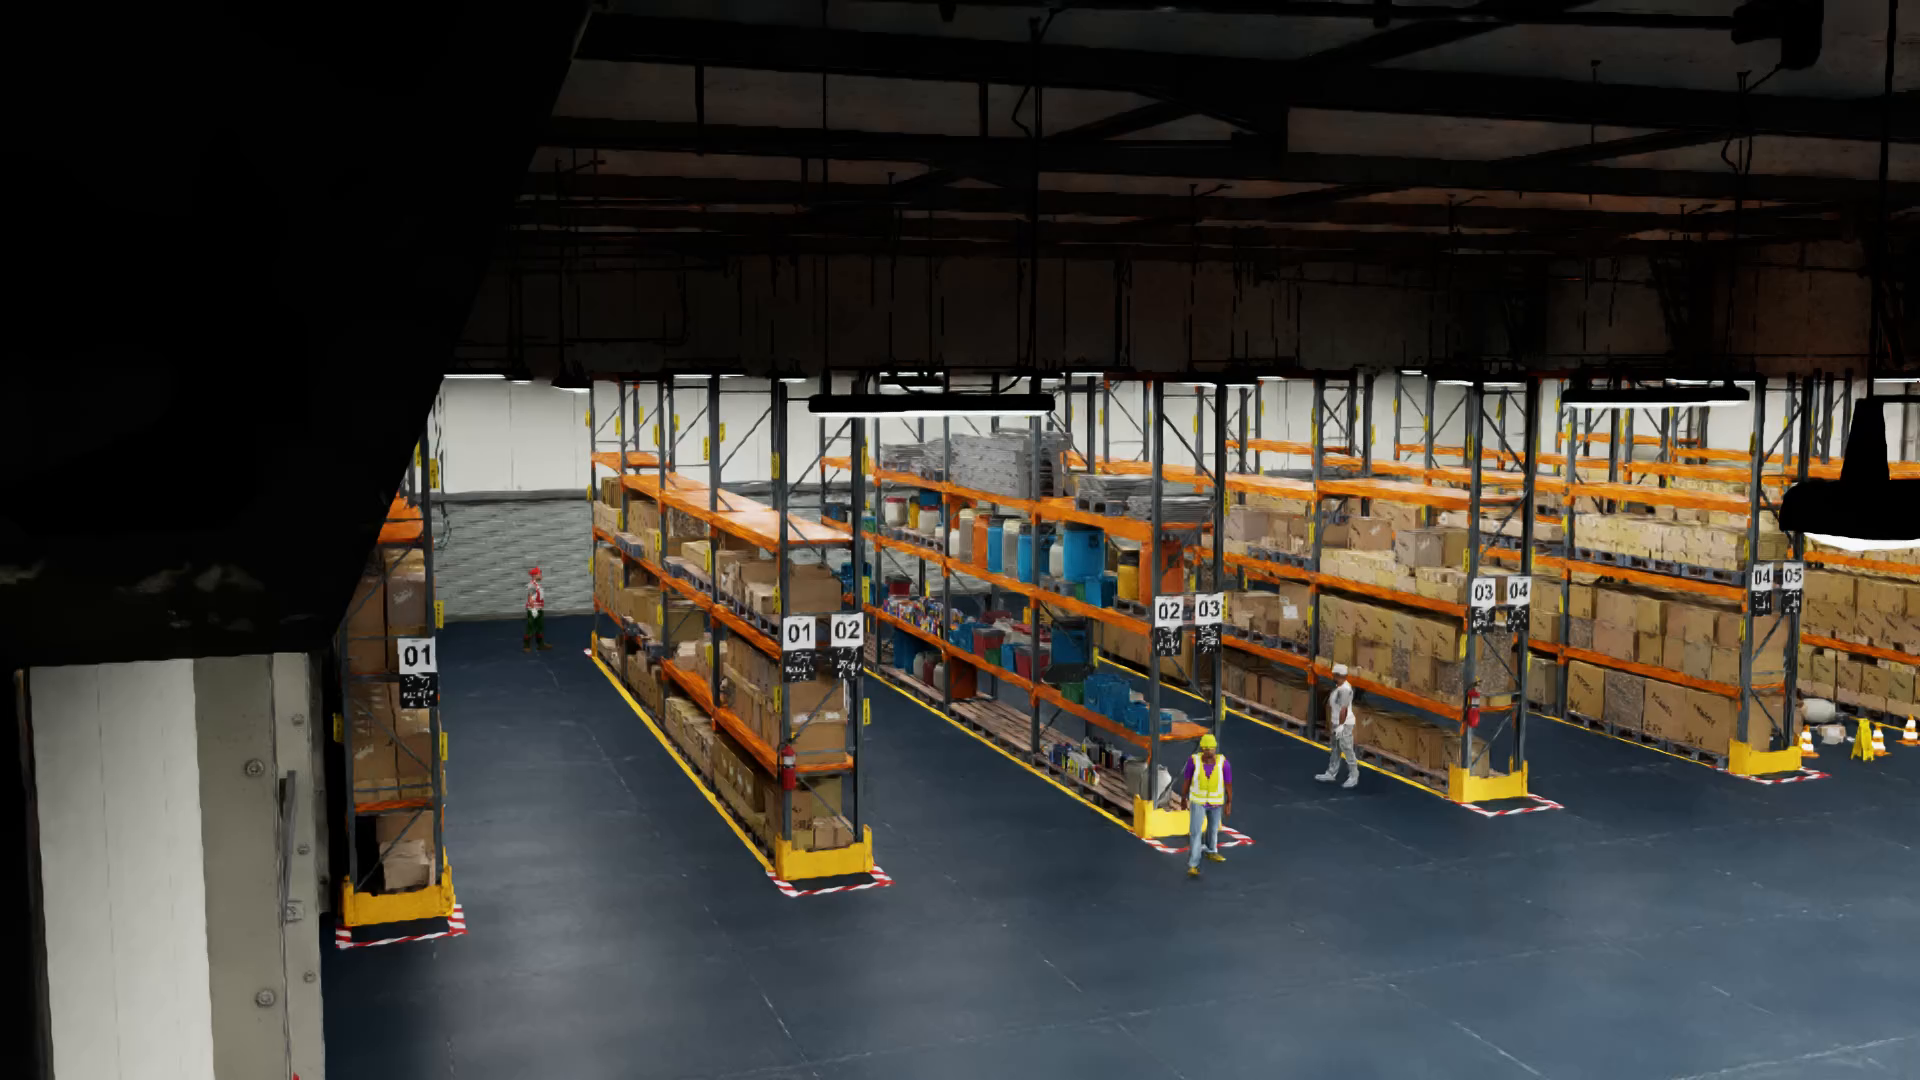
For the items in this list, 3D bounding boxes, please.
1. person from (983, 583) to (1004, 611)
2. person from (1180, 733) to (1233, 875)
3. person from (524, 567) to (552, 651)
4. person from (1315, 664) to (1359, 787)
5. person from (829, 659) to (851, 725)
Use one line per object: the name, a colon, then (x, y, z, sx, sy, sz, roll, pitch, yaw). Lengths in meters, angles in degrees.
person: (0.698, 1.693, 33.735, 0.401, 1.726, 0.627, -5, 8, -38)
person: (3.027, 3.210, 20.386, 0.622, 1.721, 0.958, 0, 6, 4)
person: (-9.073, 1.476, 35.546, 0.494, 1.794, 0.632, 1, 6, 8)
person: (5.561, 2.699, 24.503, 0.594, 1.782, 0.678, 0, 6, 2)
person: (-1.927, 2.645, 25.404, 0.543, 1.700, 1.119, -3, 7, -22)
